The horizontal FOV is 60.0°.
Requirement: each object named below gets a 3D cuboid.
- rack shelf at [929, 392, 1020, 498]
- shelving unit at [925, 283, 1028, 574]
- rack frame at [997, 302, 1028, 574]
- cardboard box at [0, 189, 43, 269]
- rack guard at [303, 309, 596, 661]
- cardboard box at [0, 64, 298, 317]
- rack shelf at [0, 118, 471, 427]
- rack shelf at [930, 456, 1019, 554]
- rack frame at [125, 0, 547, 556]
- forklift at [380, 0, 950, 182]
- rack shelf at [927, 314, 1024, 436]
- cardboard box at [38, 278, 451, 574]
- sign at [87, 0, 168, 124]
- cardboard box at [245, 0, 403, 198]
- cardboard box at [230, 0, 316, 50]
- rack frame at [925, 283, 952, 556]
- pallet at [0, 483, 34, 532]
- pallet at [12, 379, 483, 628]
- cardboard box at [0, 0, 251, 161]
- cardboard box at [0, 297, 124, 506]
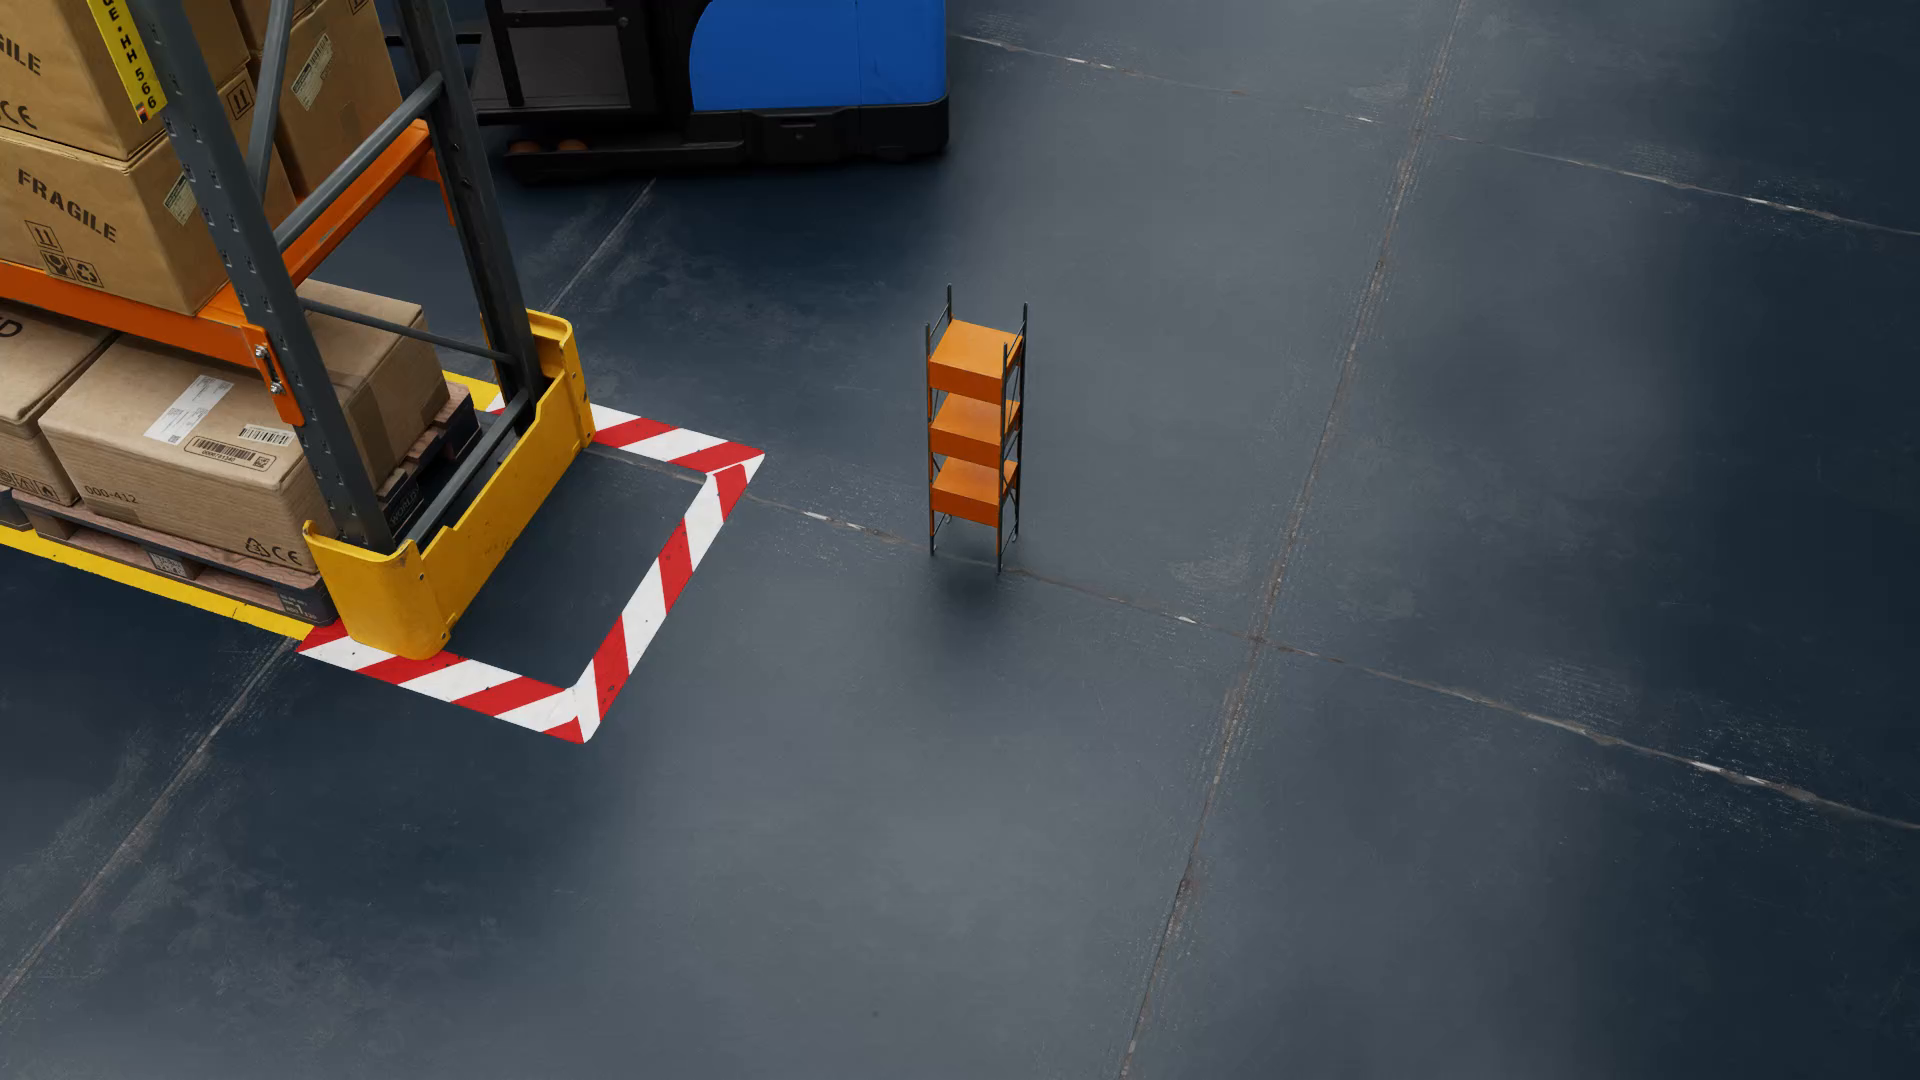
[{"bbox_3d":[0.050,-0.323,5.349,0.240,0.259,0.215,16,51,13],"label":"rack shelf"},{"bbox_3d":[0.050,-0.330,5.341,0.252,1.050,0.215,16,51,13],"label":"shelving unit"},{"bbox_3d":[0.165,-0.298,5.313,0.008,1.050,0.200,16,51,13],"label":"rack frame"},{"bbox_3d":[-2.711,-1.155,4.700,0.500,0.500,0.500,15,51,12],"label":"cardboard box"},{"bbox_3d":[-1.679,-0.216,5.606,0.348,0.500,1.175,16,51,13],"label":"rack guard"},{"bbox_3d":[-2.245,-1.012,4.576,0.500,0.500,0.500,16,51,13],"label":"cardboard box"},{"bbox_3d":[-3.577,-1.329,5.393,4.000,0.370,1.077,16,51,13],"label":"rack shelf"},{"bbox_3d":[0.050,-0.141,5.559,0.240,0.259,0.215,16,51,13],"label":"rack shelf"},{"bbox_3d":[-1.701,-1.041,4.667,0.127,3.000,1.000,16,51,13],"label":"rack frame"},{"bbox_3d":[-1.582,-2.896,6.320,3.031,2.935,1.130,-2,49,-2],"label":"forklift"},{"bbox_3d":[0.050,-0.509,5.135,0.240,0.259,0.215,16,51,13],"label":"rack shelf"},{"bbox_3d":[-2.355,-0.441,5.565,0.875,0.438,0.875,14,51,12],"label":"cardboard box"},{"bbox_3d":[-1.902,-1.117,3.810,0.005,0.325,0.100,16,51,13],"label":"sign"},{"bbox_3d":[-2.052,-1.403,4.915,0.500,0.500,0.500,15,51,13],"label":"cardboard box"},{"bbox_3d":[-2.053,-1.729,4.536,0.500,0.500,0.500,15,51,12],"label":"cardboard box"},{"bbox_3d":[-0.064,-0.362,5.369,0.008,1.050,0.200,16,51,13],"label":"rack frame"},{"bbox_3d":[-3.619,-0.602,6.132,1.213,0.211,1.003,16,51,13],"label":"pallet"},{"bbox_3d":[-2.478,-0.282,5.854,1.213,0.211,1.003,16,51,13],"label":"pallet"},{"bbox_3d":[-2.236,-1.359,4.215,0.500,0.500,0.500,17,51,14],"label":"cardboard box"},{"bbox_3d":[-3.216,-0.675,5.768,0.875,0.438,0.875,17,51,14],"label":"cardboard box"}]
